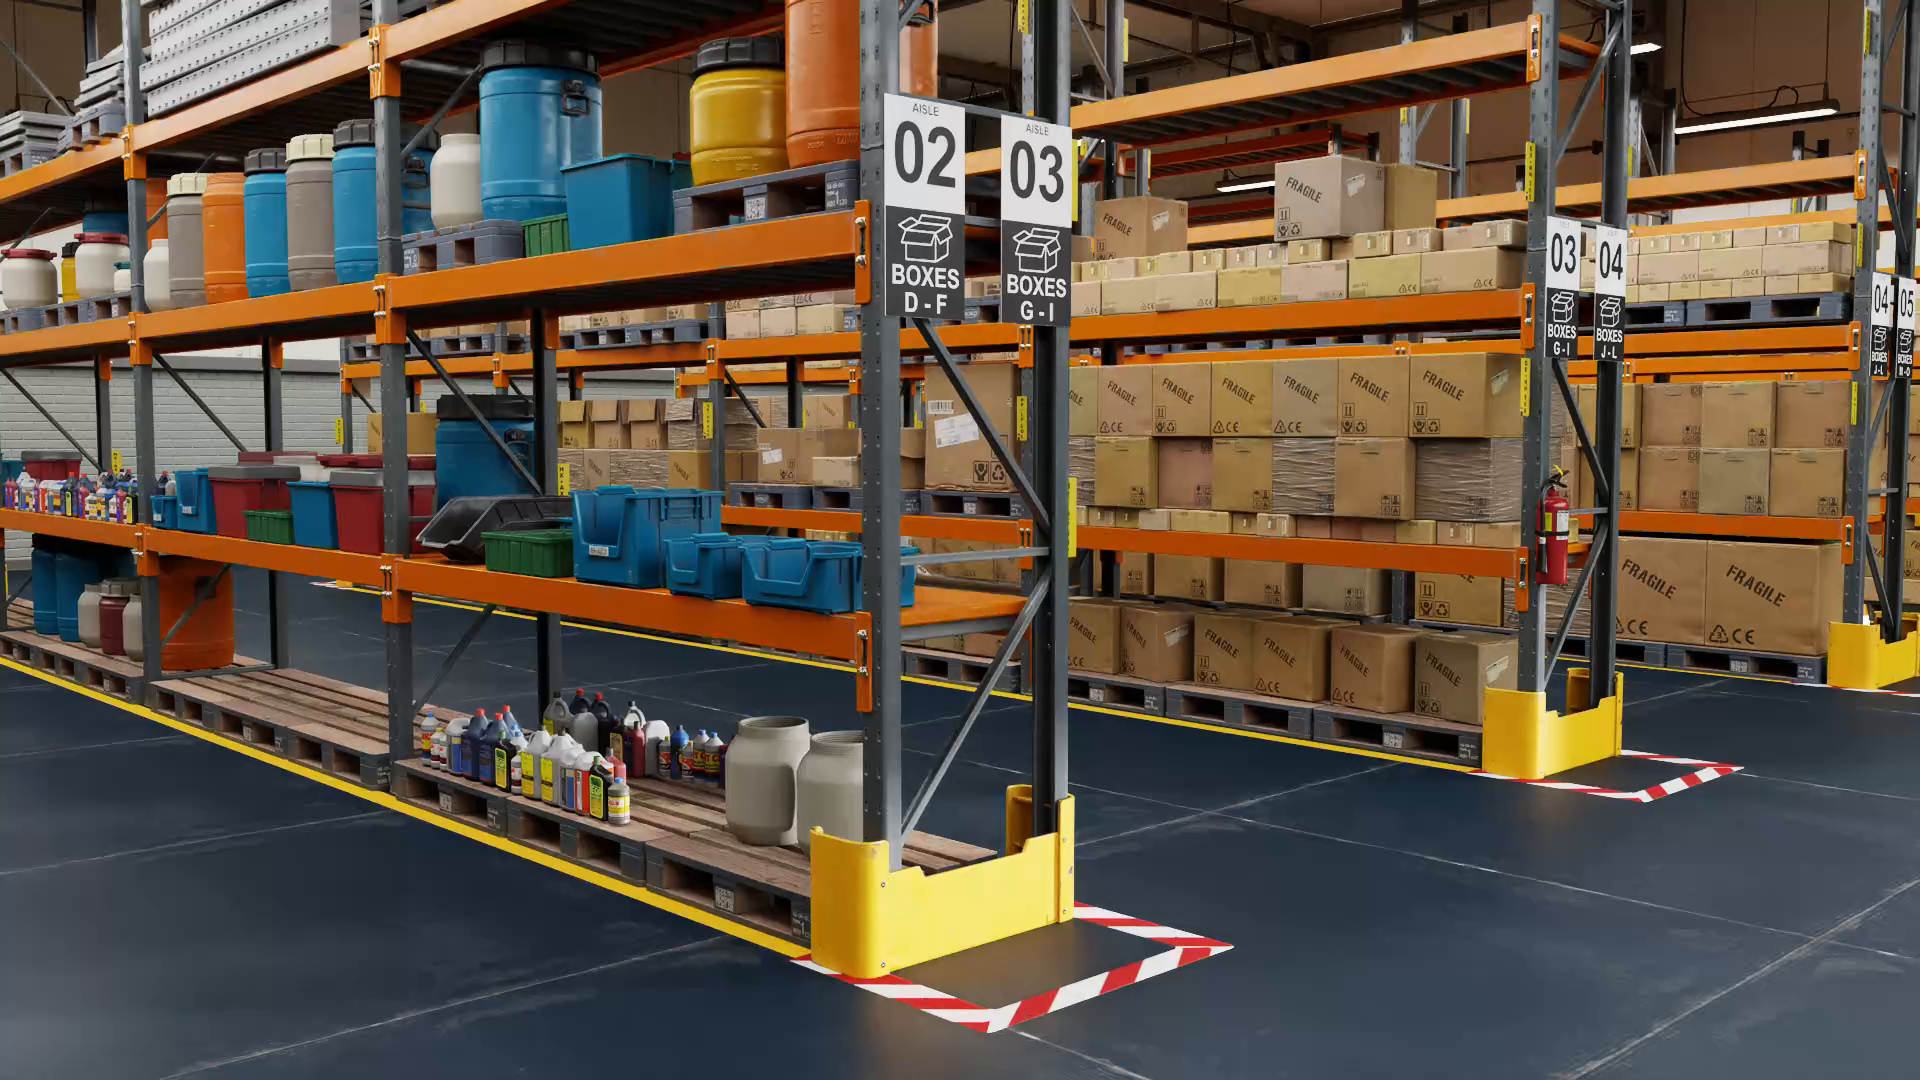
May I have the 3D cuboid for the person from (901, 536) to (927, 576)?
[{"bbox_3d":[-0.684,-0.160,18.714,0.631,1.769,0.600,3,5,34],"label":"person"}]
